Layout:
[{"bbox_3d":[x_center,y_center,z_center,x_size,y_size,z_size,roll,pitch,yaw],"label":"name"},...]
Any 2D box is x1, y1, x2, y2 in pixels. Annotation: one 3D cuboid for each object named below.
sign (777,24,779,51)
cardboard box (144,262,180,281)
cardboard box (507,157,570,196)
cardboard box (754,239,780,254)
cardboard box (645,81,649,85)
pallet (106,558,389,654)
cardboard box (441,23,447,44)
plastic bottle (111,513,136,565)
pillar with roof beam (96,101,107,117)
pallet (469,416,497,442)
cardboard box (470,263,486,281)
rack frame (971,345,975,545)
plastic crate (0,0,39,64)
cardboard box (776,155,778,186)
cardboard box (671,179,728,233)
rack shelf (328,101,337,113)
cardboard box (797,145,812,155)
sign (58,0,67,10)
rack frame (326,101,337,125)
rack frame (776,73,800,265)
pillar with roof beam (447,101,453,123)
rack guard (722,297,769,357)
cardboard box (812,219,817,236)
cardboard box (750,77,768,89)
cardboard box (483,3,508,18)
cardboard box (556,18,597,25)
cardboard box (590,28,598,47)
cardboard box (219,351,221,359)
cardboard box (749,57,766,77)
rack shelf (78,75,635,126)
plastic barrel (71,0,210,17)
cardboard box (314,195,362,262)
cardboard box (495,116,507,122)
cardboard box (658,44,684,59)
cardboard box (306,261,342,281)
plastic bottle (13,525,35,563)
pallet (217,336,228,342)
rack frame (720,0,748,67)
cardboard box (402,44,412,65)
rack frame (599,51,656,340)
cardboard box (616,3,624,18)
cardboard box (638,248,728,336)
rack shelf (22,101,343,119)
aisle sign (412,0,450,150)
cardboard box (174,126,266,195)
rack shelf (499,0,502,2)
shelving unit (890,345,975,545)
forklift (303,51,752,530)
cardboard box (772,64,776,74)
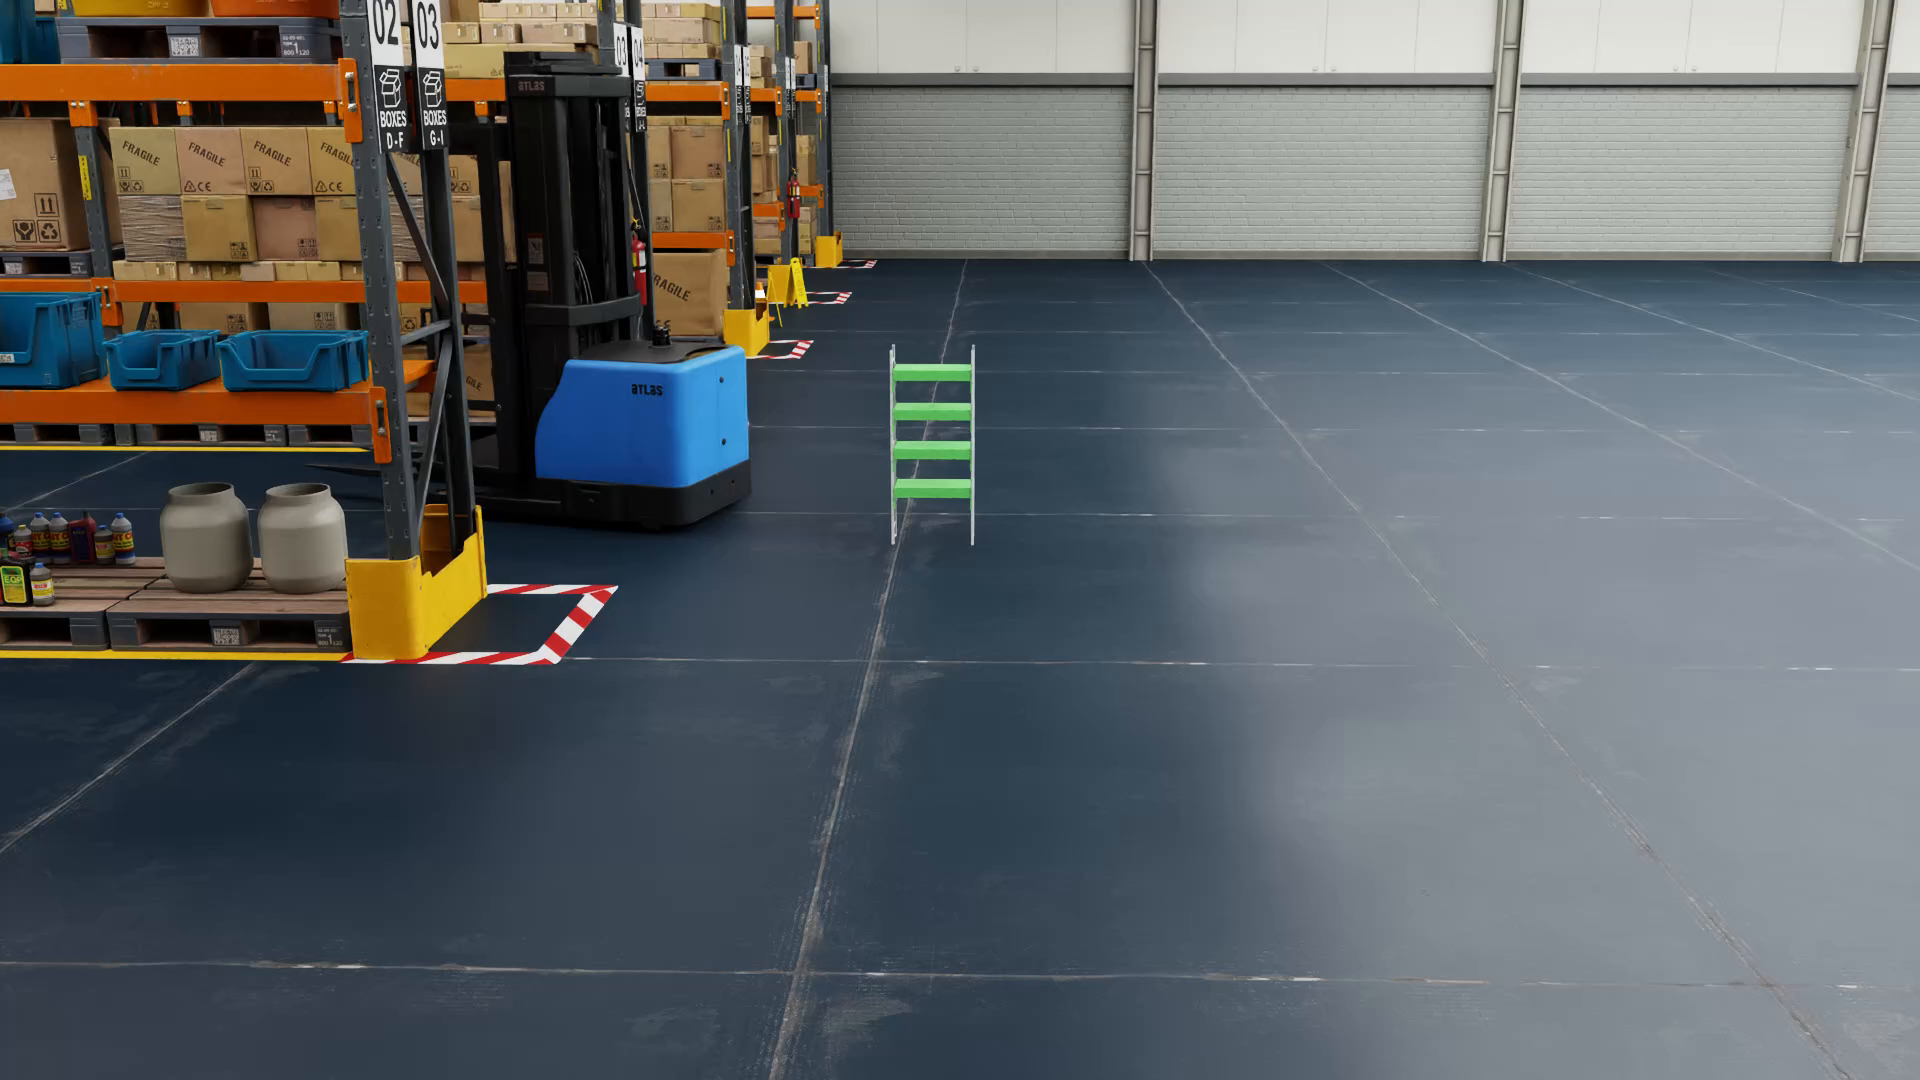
[{"bbox_3d":[-2.374,-6.553,21.681,0.005,0.325,0.100,0,15,1],"label":"sign"},{"bbox_3d":[-6.134,-2.110,12.949,0.250,0.149,0.380,0,15,1],"label":"cardboard box"},{"bbox_3d":[-3.149,-2.905,12.730,0.500,0.500,0.500,0,15,1],"label":"cardboard box"},{"bbox_3d":[-3.191,-4.883,27.535,0.500,0.250,0.500,0,15,1],"label":"cardboard box"},{"bbox_3d":[-4.240,-6.074,22.095,0.250,0.149,0.380,0,15,1],"label":"cardboard box"},{"bbox_3d":[-3.608,0.328,8.683,1.213,0.211,1.003,0,15,1],"label":"pallet"},{"bbox_3d":[-3.907,-3.816,12.555,0.250,0.149,0.380,1,15,2],"label":"cardboard box"},{"bbox_3d":[-4.524,-0.010,8.984,0.097,0.271,0.097,0,15,0],"label":"plastic bottle"},{"bbox_3d":[-14.996,-8.197,23.769,0.400,9.000,9.100,0,15,1],"label":"pillar with roof beam"},{"bbox_3d":[-3.480,-0.955,13.545,1.213,0.211,1.003,0,15,1],"label":"pallet"},{"bbox_3d":[-3.633,-2.112,12.957,0.250,0.149,0.380,0,15,1],"label":"cardboard box"},{"bbox_3d":[0.078,-0.580,10.185,0.015,1.200,0.240,0,15,1],"label":"rack frame"},{"bbox_3d":[-4.633,-2.403,7.721,0.575,0.384,0.392,0,15,1],"label":"plastic crate"},{"bbox_3d":[-3.234,-6.072,27.278,0.500,0.500,0.500,1,15,3],"label":"cardboard box"},{"bbox_3d":[-2.737,-3.616,17.871,0.550,0.550,0.875,0,15,1],"label":"cardboard box"},{"bbox_3d":[-8.215,-7.223,27.368,4.000,0.370,1.077,0,15,1],"label":"rack shelf"},{"bbox_3d":[-2.570,-6.374,27.153,0.250,0.149,0.380,1,15,2],"label":"cardboard box"},{"bbox_3d":[-6.602,-4.064,12.197,0.005,0.325,0.100,0,15,1],"label":"sign"},{"bbox_3d":[-10.214,-6.134,27.708,0.127,3.000,1.000,0,15,1],"label":"rack frame"},{"bbox_3d":[-2.340,-4.816,22.712,0.127,3.000,1.000,0,15,1],"label":"rack frame"},{"bbox_3d":[-8.997,-8.158,23.620,0.400,9.000,9.100,0,15,1],"label":"pillar with roof beam"},{"bbox_3d":[-2.341,-2.344,18.243,0.348,0.500,1.175,0,15,1],"label":"rack guard"},{"bbox_3d":[-2.681,-5.253,27.956,0.500,0.250,0.500,1,15,2],"label":"cardboard box"},{"bbox_3d":[-2.703,-6.075,22.100,0.250,0.149,0.380,0,15,2],"label":"cardboard box"},{"bbox_3d":[-4.736,-5.447,17.138,0.250,0.149,0.380,0,15,1],"label":"cardboard box"},{"bbox_3d":[-3.863,-5.265,17.226,0.500,0.250,0.500,0,15,1],"label":"cardboard box"},{"bbox_3d":[-2.862,-3.920,12.949,0.250,0.149,0.380,0,15,1],"label":"cardboard box"},{"bbox_3d":[-5.620,-1.294,13.442,0.500,0.500,0.500,5,16,19],"label":"cardboard box"},{"bbox_3d":[-2.858,-6.272,22.063,0.500,0.250,0.500,0,15,1],"label":"cardboard box"},{"bbox_3d":[-4.592,-3.404,12.892,4.000,0.370,1.077,0,15,1],"label":"rack shelf"},{"bbox_3d":[-3.862,-2.745,7.791,0.600,0.588,0.600,0,15,0],"label":"plastic barrel"},{"bbox_3d":[-4.643,-2.484,13.097,0.500,0.500,0.875,0,15,1],"label":"cardboard box"},{"bbox_3d":[-5.904,-5.459,22.412,0.500,0.500,0.700,0,15,1],"label":"cardboard box"},{"bbox_3d":[-2.958,-5.050,17.196,0.250,0.149,0.380,0,15,2],"label":"cardboard box"},{"bbox_3d":[-4.884,-2.108,12.944,0.250,0.149,0.380,0,15,1],"label":"cardboard box"},{"bbox_3d":[-5.065,0.020,9.006,0.097,0.201,0.097,0,15,0],"label":"plastic bottle"},{"bbox_3d":[-8.360,-2.223,18.353,1.213,0.211,1.003,0,15,1],"label":"pallet"},{"bbox_3d":[-2.365,-6.453,17.160,0.127,3.000,1.000,0,15,1],"label":"rack frame"},{"bbox_3d":[-4.092,-3.613,12.567,0.500,0.250,0.500,1,15,3],"label":"cardboard box"},{"bbox_3d":[-2.593,-2.288,13.133,0.127,3.000,1.000,0,15,1],"label":"rack frame"},{"bbox_3d":[-3.475,-5.439,17.106,0.250,0.149,0.380,1,15,2],"label":"cardboard box"},{"bbox_3d":[-3.045,-2.716,18.096,0.875,0.875,0.875,0,15,2],"label":"cardboard box"},{"bbox_3d":[-8.363,-4.694,17.782,4.000,0.370,1.077,0,15,1],"label":"rack shelf"},{"bbox_3d":[-2.640,-2.356,8.296,0.004,0.787,0.394,0,15,1],"label":"aisle sign"},{"bbox_3d":[-5.648,-2.919,12.786,0.500,0.500,0.500,0,15,1],"label":"cardboard box"},{"bbox_3d":[-4.339,-7.380,22.089,4.000,0.370,1.077,0,15,1],"label":"rack shelf"},{"bbox_3d":[-0.165,-0.581,10.191,0.503,1.200,0.258,0,15,1],"label":"shelving unit"},{"bbox_3d":[-2.982,-1.680,10.963,3.031,2.935,1.130,5,16,18],"label":"forklift"},{"bbox_3d":[-3.053,-7.590,26.820,0.250,0.149,0.380,0,15,0],"label":"cardboard box"}]
